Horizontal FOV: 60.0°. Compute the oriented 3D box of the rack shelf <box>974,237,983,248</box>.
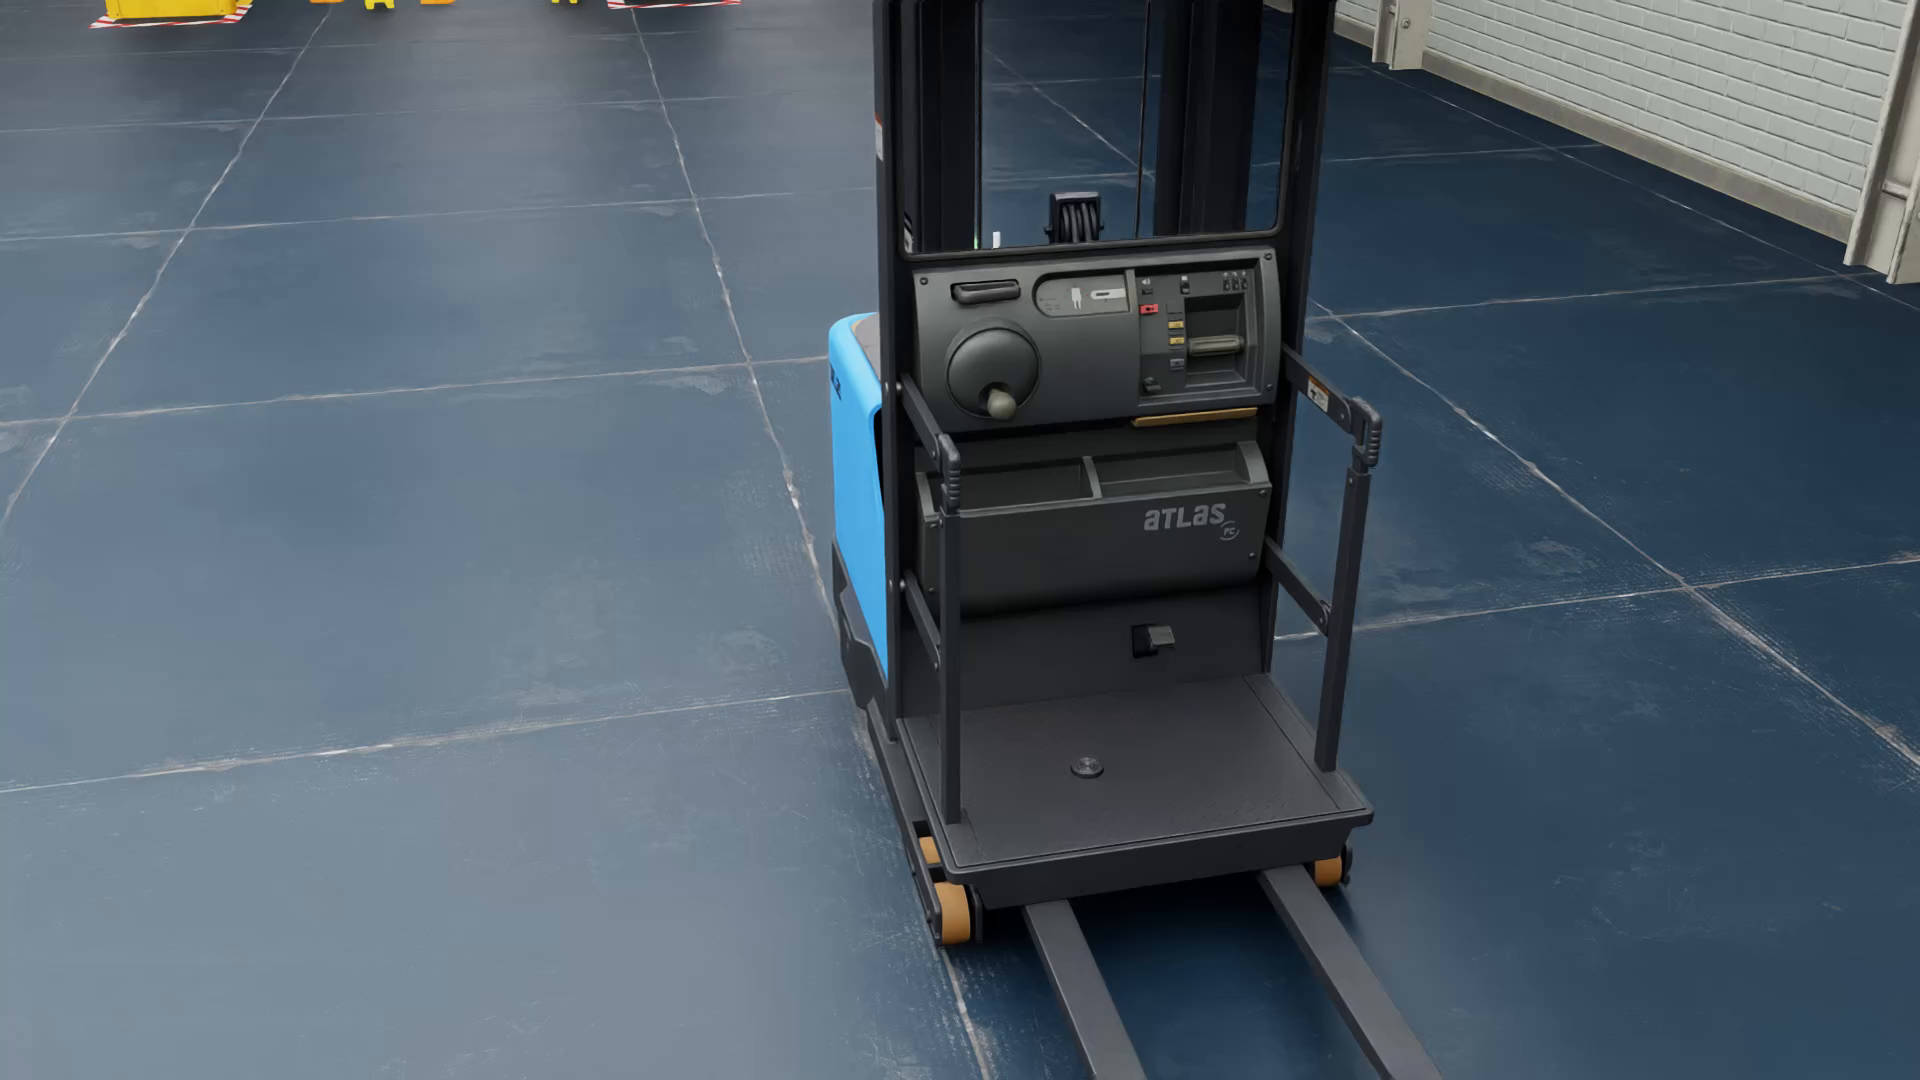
[{"bbox_3d":[-0.037,-0.980,5.936,0.258,0.148,0.480,-6,27,-12],"label":"rack shelf"}]

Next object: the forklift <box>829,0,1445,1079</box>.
[{"bbox_3d":[0.398,-0.469,3.926,1.130,2.935,3.031,-6,27,-12],"label":"forklift"}]

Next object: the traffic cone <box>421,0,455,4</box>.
[{"bbox_3d":[-5.474,-5.852,17.331,0.336,0.463,0.334,-6,27,-12],"label":"traffic cone"}]

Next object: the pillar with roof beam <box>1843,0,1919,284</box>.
[{"bbox_3d":[0.951,-5.065,6.297,9.100,9.000,0.400,-6,27,-12],"label":"pillar with roof beam"}]

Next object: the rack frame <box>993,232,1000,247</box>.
[{"bbox_3d":[0.018,-0.501,5.911,0.240,1.200,0.015,-6,27,-12],"label":"rack frame"}]

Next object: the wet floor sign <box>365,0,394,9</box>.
[{"bbox_3d":[-5.979,-5.779,16.984,0.267,0.644,0.232,-11,29,-20],"label":"wet floor sign"}]

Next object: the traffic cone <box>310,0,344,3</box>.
[{"bbox_3d":[-6.651,-5.887,17.399,0.336,0.463,0.334,-6,27,-12],"label":"traffic cone"}]

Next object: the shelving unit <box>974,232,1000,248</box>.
[{"bbox_3d":[-0.037,-0.608,6.124,0.258,1.200,0.503,-6,27,-12],"label":"shelving unit"}]

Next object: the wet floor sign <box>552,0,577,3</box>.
[{"bbox_3d":[-4.115,-5.946,17.314,0.267,0.644,0.232,3,27,6],"label":"wet floor sign"}]
